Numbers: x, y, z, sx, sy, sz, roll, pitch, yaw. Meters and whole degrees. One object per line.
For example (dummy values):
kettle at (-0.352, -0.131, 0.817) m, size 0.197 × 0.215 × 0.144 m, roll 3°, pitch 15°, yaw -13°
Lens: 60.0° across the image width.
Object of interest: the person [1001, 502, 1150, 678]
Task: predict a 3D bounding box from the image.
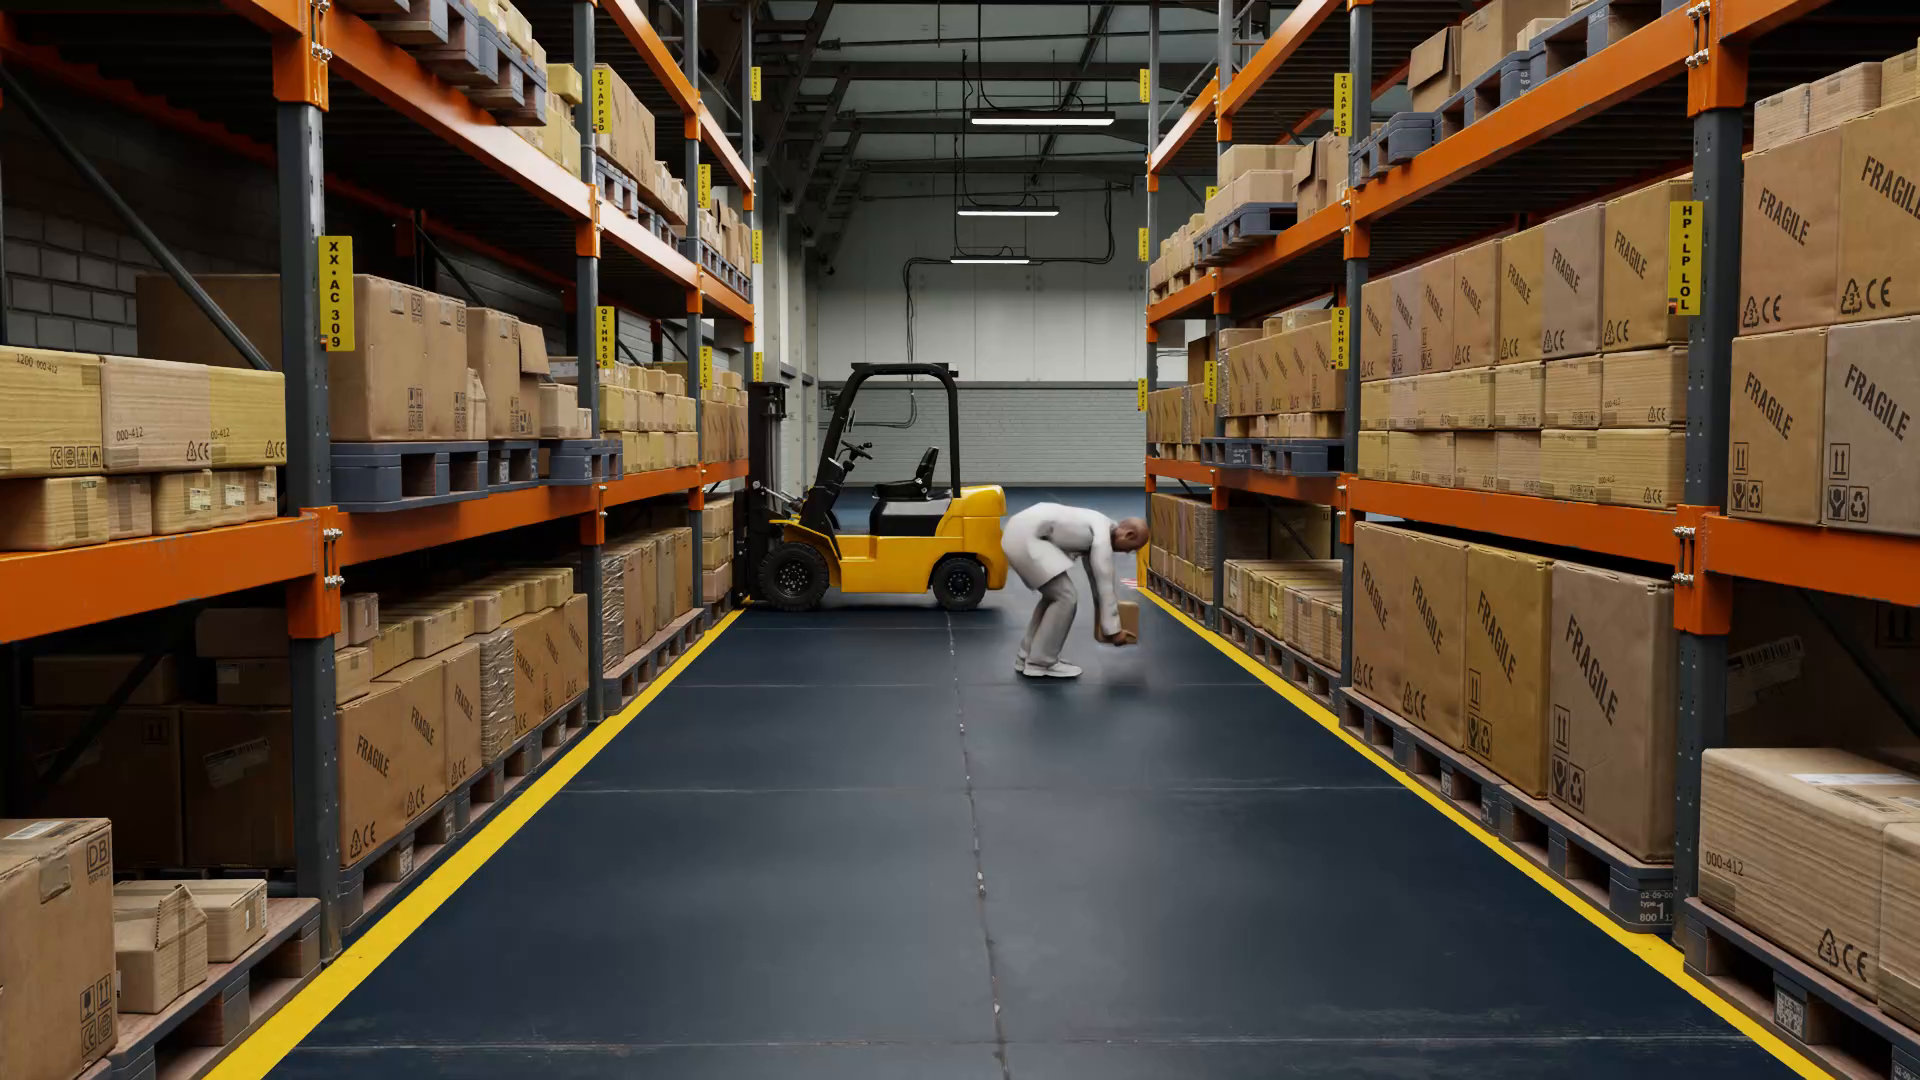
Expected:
person at (0.737, 0.311, 10.623) m, size 0.950 × 1.101 × 0.573 m, roll 0°, pitch 4°, yaw -4°
